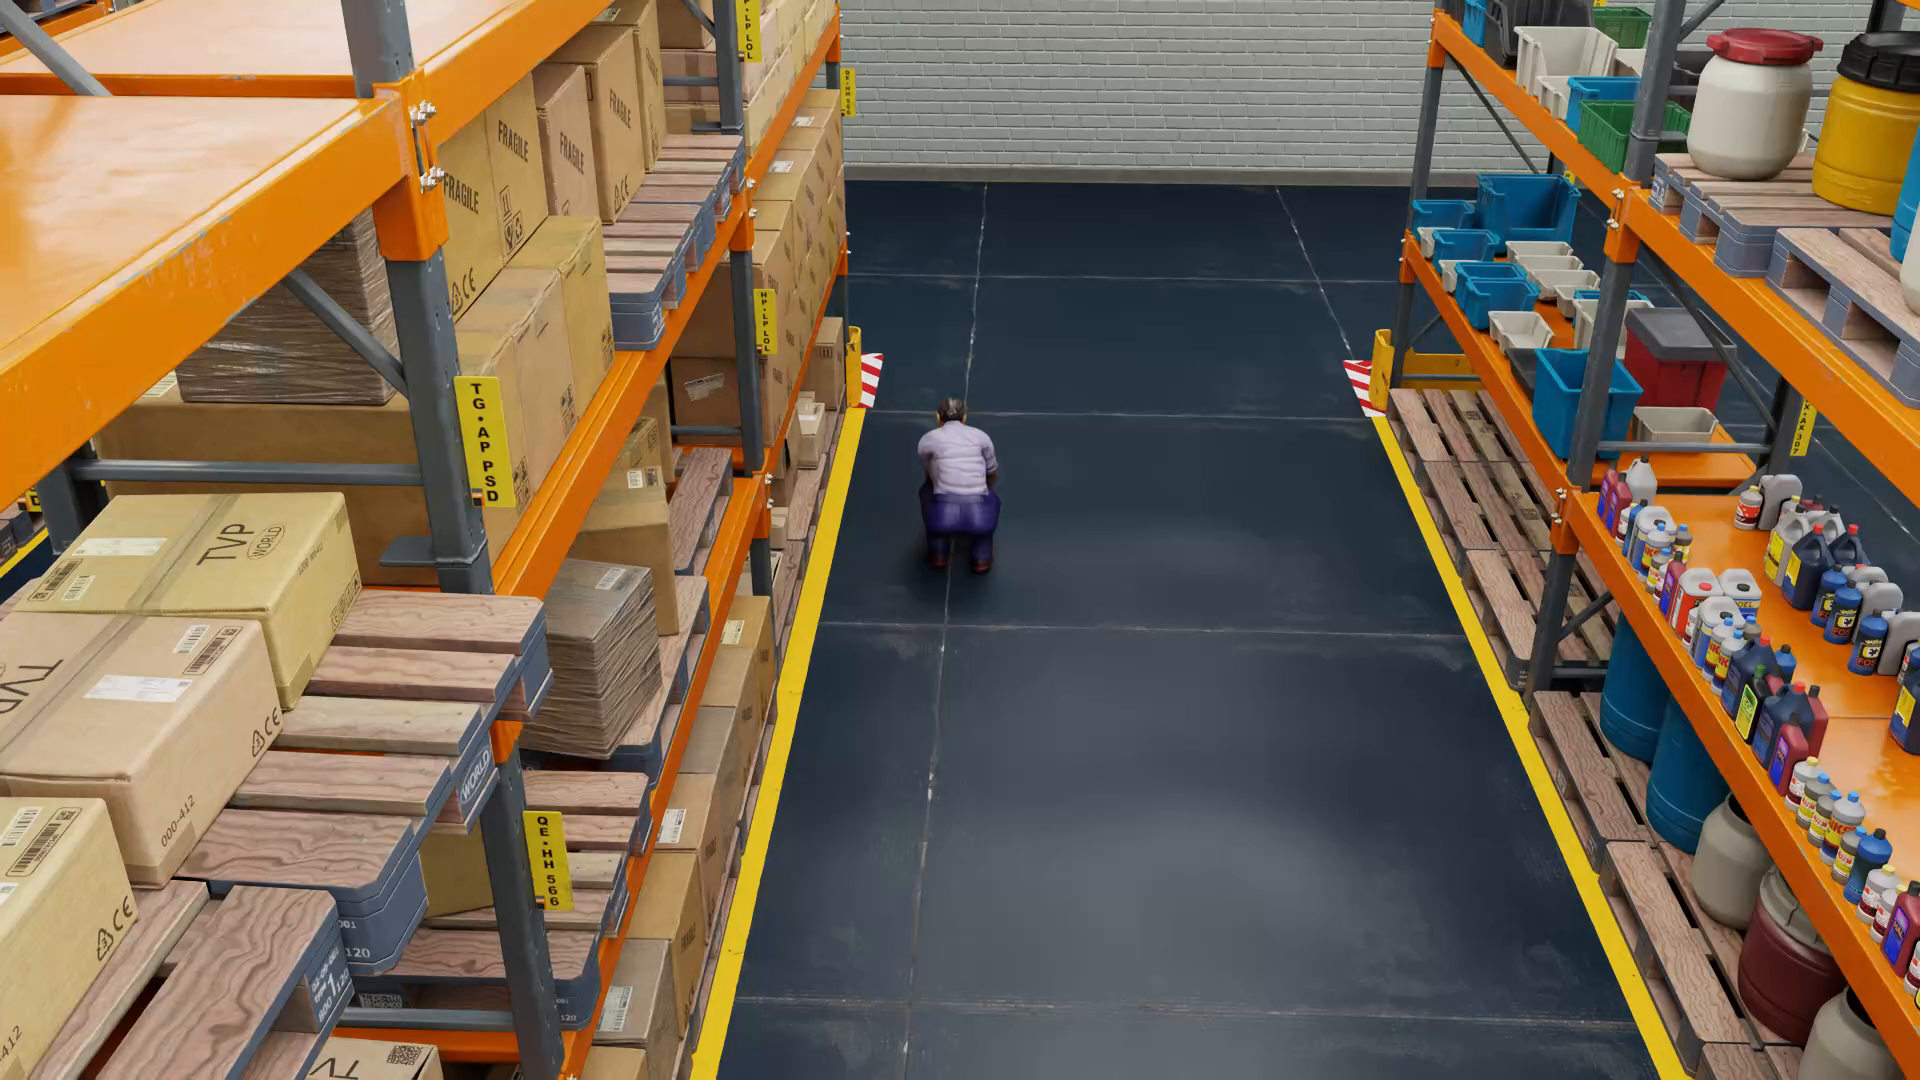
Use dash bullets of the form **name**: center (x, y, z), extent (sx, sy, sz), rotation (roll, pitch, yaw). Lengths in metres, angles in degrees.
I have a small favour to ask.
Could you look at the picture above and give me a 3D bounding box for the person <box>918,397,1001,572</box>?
- **person**: center (-0.005, -0.334, 10.032), extent (0.508, 0.940, 0.825), rotation (1, 28, 1)
